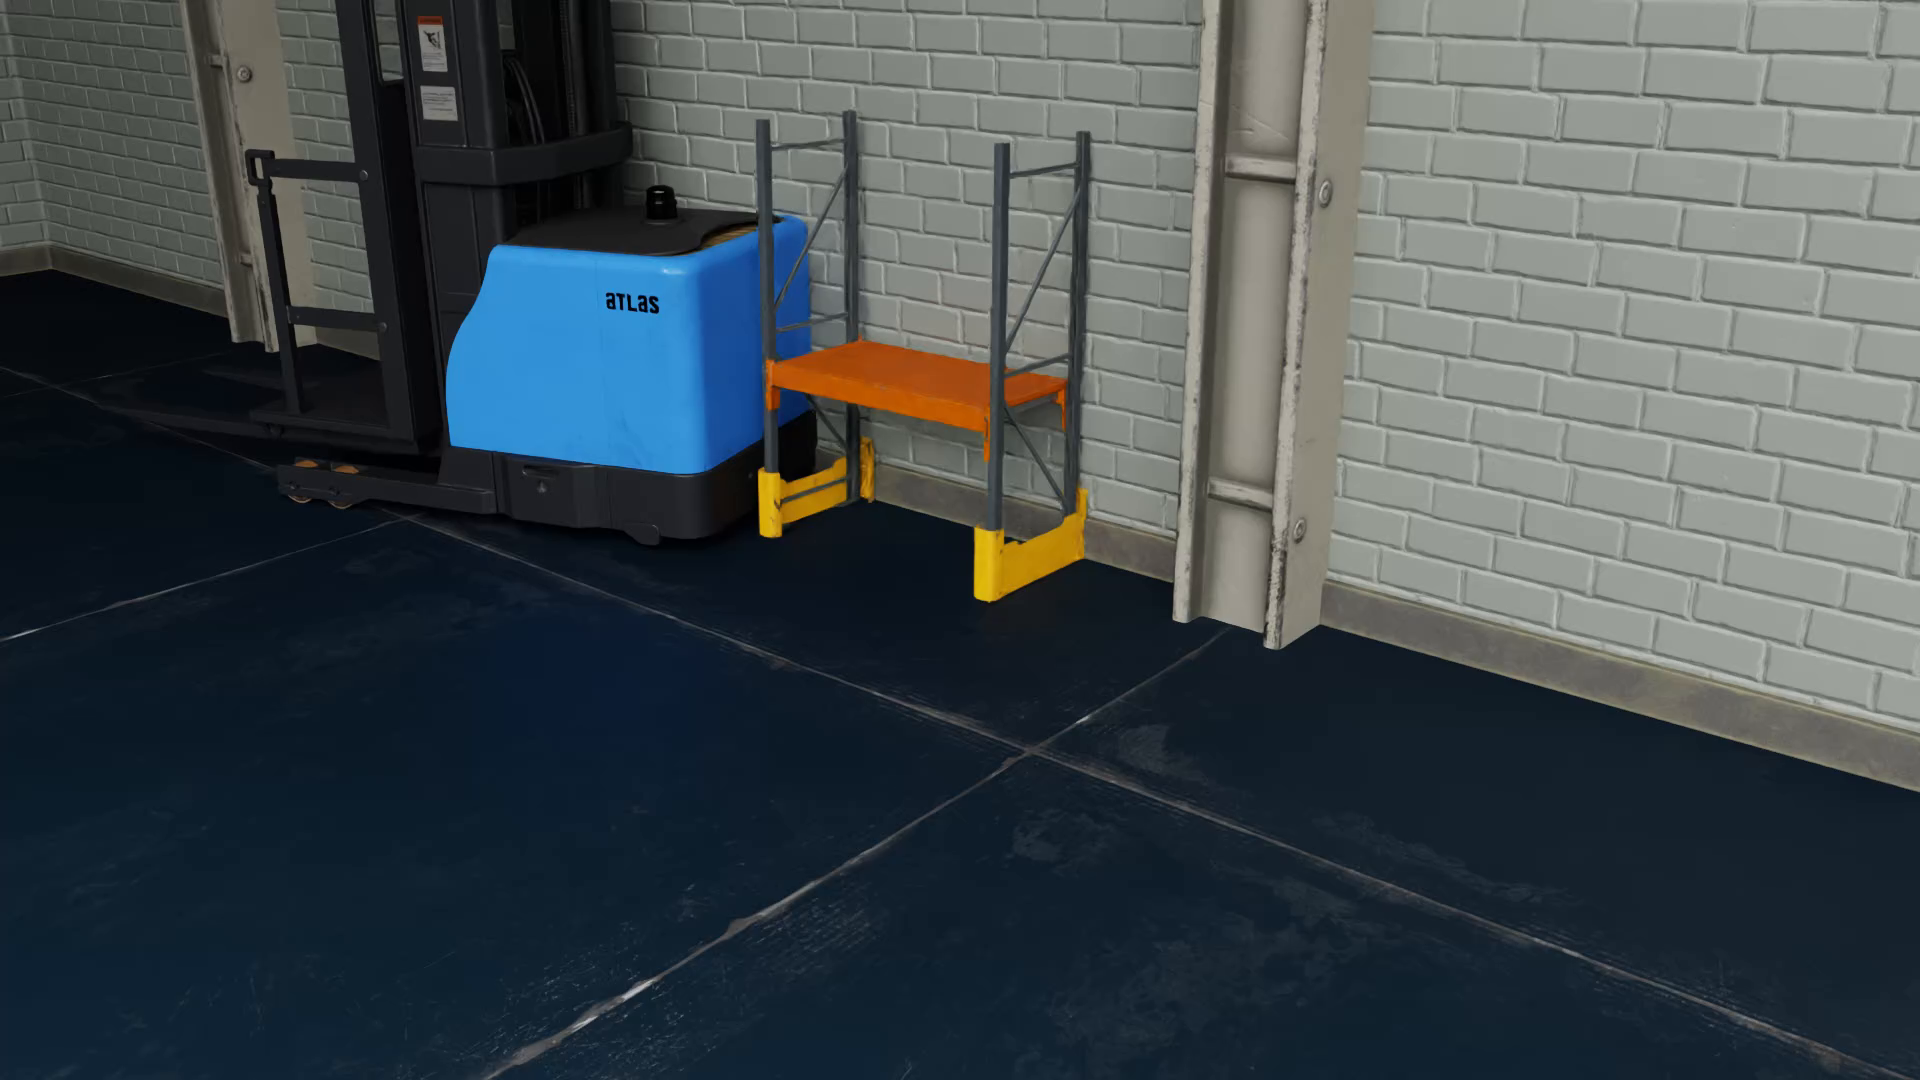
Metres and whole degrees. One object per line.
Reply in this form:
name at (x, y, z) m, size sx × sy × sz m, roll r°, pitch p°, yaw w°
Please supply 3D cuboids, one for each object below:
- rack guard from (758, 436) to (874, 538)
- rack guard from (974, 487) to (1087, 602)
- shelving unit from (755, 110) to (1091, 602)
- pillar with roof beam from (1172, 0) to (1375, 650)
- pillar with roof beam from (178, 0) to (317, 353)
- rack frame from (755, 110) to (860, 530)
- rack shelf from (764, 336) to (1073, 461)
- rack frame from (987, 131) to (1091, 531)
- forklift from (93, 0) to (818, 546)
rack guard at (-0.542, -0.206, 6.338) m, size 0.087 × 0.250 × 0.587 m, roll 15°, pitch 24°, yaw 35°
rack guard at (0.250, 0.008, 5.773) m, size 0.087 × 0.250 × 0.587 m, roll 15°, pitch 24°, yaw 35°
shelving unit at (-0.138, -0.687, 5.844) m, size 1.083 × 1.500 × 0.587 m, roll 15°, pitch 24°, yaw 35°
pillar with roof beam at (-1.776, -2.771, 0.763) m, size 0.400 × 9.000 × 9.100 m, roll 16°, pitch 26°, yaw 36°
pillar with roof beam at (-6.424, -4.110, 4.312) m, size 0.400 × 9.000 × 9.100 m, roll 16°, pitch 26°, yaw 36°
rack frame at (-0.549, -0.799, 6.138) m, size 0.032 × 1.500 × 0.500 m, roll 15°, pitch 24°, yaw 35°
rack shelf at (-0.147, -0.520, 5.910) m, size 1.000 × 0.185 × 0.538 m, roll 15°, pitch 24°, yaw 35°
rack frame at (0.259, -0.580, 5.561) m, size 0.032 × 1.500 × 0.500 m, roll 15°, pitch 24°, yaw 35°
forklift at (-2.148, -1.658, 6.410) m, size 3.031 × 2.935 × 1.130 m, roll 8°, pitch 22°, yaw 19°
